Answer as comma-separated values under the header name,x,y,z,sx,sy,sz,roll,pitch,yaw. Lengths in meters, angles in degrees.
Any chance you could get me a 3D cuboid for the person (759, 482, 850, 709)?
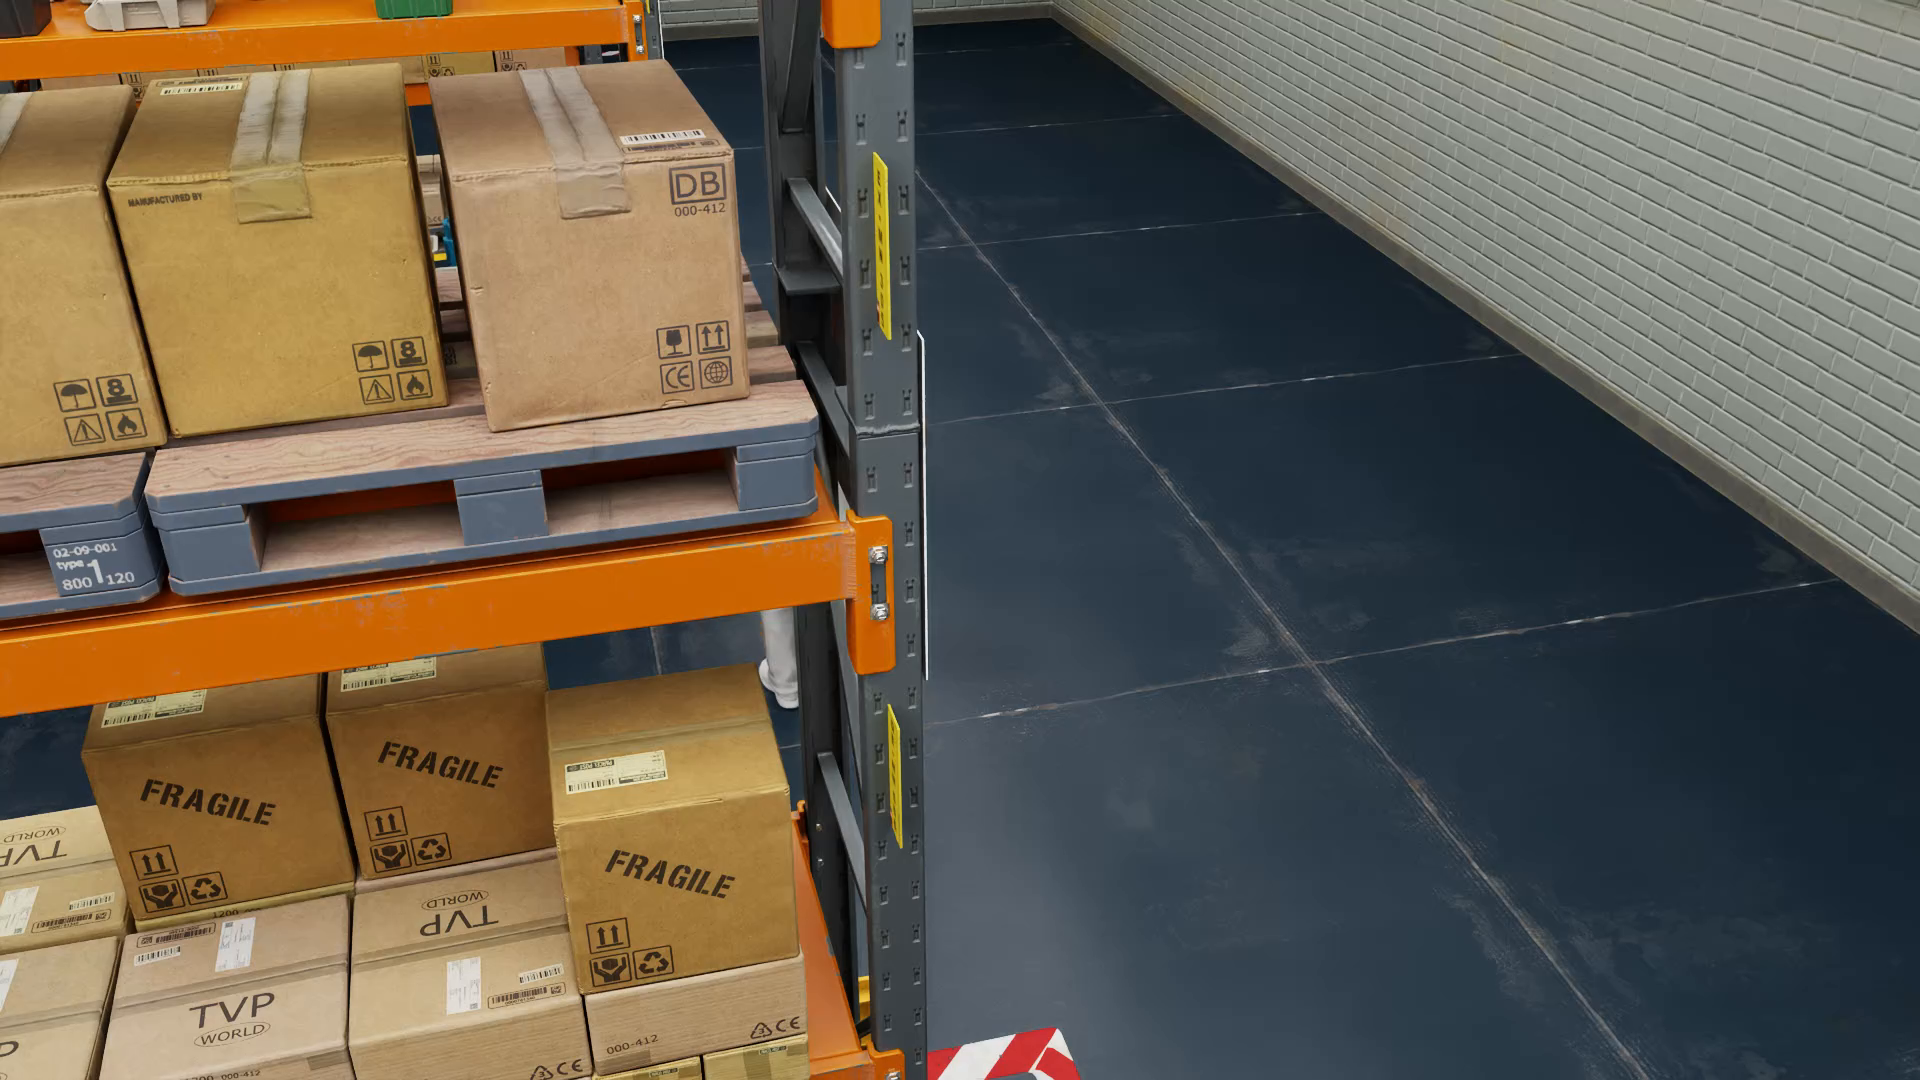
name,x,y,z,sx,sy,sz,roll,pitch,yaw
person,-0.716,-0.066,7.295,0.635,1.739,0.427,-9,31,-15
